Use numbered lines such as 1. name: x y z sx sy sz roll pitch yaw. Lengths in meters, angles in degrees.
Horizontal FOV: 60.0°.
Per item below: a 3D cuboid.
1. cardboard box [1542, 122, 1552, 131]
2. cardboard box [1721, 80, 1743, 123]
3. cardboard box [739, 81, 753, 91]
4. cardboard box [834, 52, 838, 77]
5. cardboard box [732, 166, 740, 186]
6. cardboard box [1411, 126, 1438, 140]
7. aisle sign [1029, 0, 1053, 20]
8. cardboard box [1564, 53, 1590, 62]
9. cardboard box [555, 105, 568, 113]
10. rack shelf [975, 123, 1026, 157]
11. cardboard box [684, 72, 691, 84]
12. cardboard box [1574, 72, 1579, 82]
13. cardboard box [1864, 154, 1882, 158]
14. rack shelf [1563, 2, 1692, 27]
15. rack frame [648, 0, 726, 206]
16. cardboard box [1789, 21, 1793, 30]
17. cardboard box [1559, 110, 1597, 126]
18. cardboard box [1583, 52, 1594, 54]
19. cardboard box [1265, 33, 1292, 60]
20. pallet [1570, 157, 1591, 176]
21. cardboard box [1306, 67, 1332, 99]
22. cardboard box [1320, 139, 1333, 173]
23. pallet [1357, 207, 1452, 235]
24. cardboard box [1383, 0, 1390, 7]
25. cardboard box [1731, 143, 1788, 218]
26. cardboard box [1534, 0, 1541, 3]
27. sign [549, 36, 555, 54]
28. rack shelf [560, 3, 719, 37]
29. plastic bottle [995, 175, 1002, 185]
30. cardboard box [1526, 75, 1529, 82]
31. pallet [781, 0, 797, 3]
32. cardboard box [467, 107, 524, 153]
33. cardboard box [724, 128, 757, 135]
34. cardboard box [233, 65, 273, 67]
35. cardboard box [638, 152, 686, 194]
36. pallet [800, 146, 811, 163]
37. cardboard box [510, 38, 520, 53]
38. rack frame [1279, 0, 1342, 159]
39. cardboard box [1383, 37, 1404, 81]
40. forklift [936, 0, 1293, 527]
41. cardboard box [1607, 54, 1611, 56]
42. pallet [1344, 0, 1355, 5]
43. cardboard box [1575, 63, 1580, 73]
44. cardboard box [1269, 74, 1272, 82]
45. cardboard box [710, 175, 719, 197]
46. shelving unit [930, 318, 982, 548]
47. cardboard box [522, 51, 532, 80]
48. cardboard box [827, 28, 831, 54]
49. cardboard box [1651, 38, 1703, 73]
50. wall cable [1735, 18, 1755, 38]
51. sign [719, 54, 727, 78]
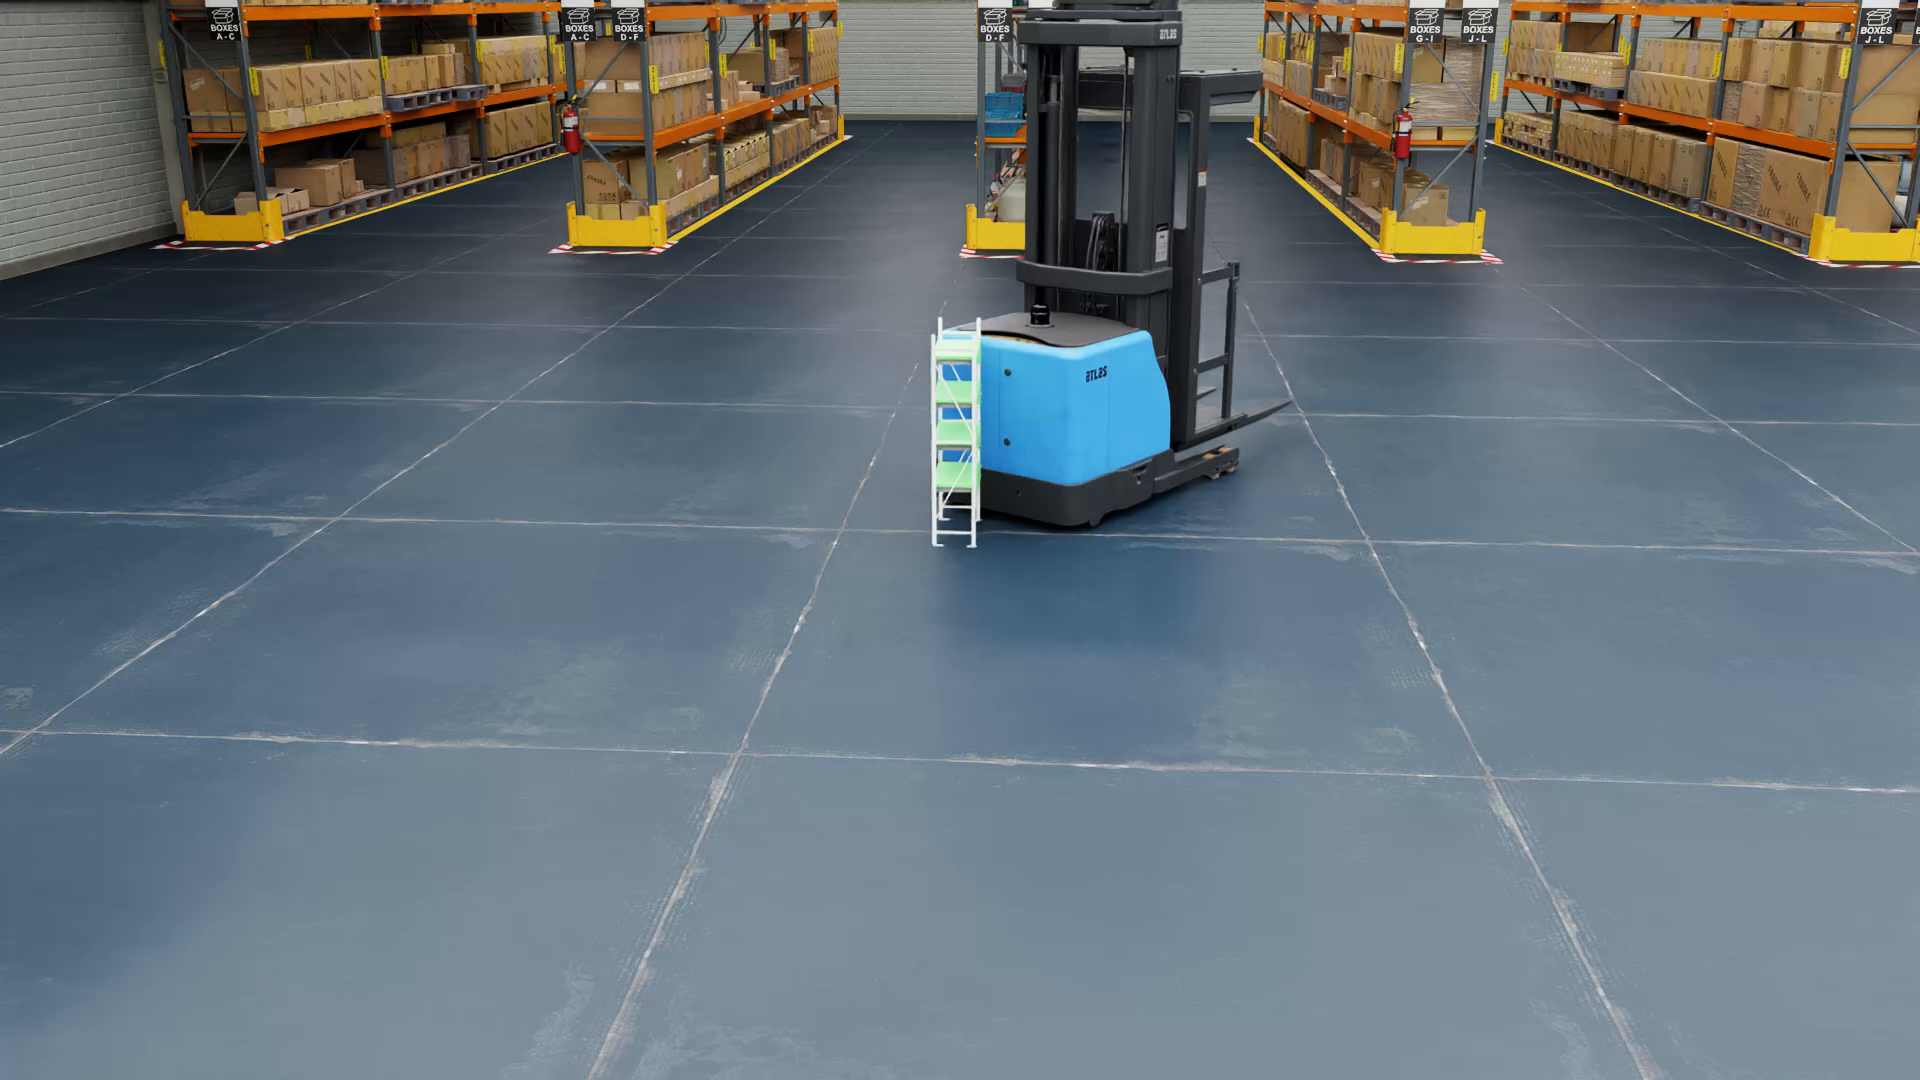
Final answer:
1. cardboard box: 11.196 -7.782 31.302 0.380 0.149 0.250 2 18 5
2. cardboard box: 10.863 -5.929 22.460 0.875 0.550 0.550 1 18 4
3. cardboard box: -3.726 -7.425 27.409 0.500 0.311 0.500 2 18 7
4. cardboard box: -2.843 -9.966 34.861 0.500 0.500 0.500 2 18 6
5. cardboard box: -3.629 -5.509 25.159 0.500 0.250 0.500 2 18 5
6. cardboard box: 5.465 -4.846 19.799 0.380 0.149 0.250 1 18 4
7. aisle sign: 0.998 -6.190 19.321 0.394 0.787 0.004 1 18 4
8. cardboard box: 10.929 -8.542 29.448 0.380 0.149 0.250 1 18 4
9. cardboard box: -7.948 -8.583 33.099 0.380 0.149 0.250 2 18 6
10. rack shelf: 0.854 -5.262 21.821 1.077 0.370 4.000 1 18 4
11. cardboard box: -3.841 -6.209 22.354 0.380 0.149 0.250 2 18 5
12. cardboard box: 10.876 -8.020 28.810 0.380 0.149 0.250 1 18 3
13. cardboard box: 16.374 -7.093 28.991 0.875 0.875 0.875 2 18 6
14. rack shelf: 11.308 -8.920 28.166 1.077 0.370 4.000 1 18 4
15. rack frame: -3.943 -6.337 23.946 1.000 3.000 0.127 1 18 4
16. cardboard box: 16.273 -9.945 32.148 0.380 0.149 0.250 1 18 4
17. cardboard box: 11.135 -7.602 29.941 0.500 0.250 0.500 0 18 1
18. cardboard box: 11.738 -8.794 30.807 0.500 0.500 0.500 1 18 3
19. cardboard box: 6.458 -9.970 33.591 0.500 0.500 0.500 1 18 3
20. pallet: 11.312 -6.511 28.953 1.003 0.211 1.213 1 18 4
21. cardboard box: 6.013 -7.564 27.528 0.500 0.500 0.500 2 18 6
22. cardboard box: 6.196 -6.170 26.743 0.700 0.500 0.500 0 18 1
23. pallet: 5.840 -4.200 21.903 1.003 0.211 1.213 1 18 4
24. cardboard box: 5.510 -6.696 20.465 0.500 0.250 0.500 2 18 5
25. cardboard box: 10.702 -4.689 21.653 0.875 0.875 0.875 1 18 4
26. cardboard box: 11.337 -10.436 31.880 0.500 0.250 0.500 1 18 4
27. sign: -7.769 -9.435 31.667 0.100 0.325 0.005 1 18 4
28. rack shelf: -4.086 -6.800 21.695 1.077 0.370 4.000 1 18 4
29. plastic bottle: 0.512 -4.876 23.033 0.144 0.351 0.185 1 18 2
30. cardboard box: 11.366 -9.081 32.725 0.380 0.149 0.250 1 18 3
31. pallet: -3.557 -9.635 29.494 1.213 0.211 1.003 1 18 4
32. cardboard box: -8.345 -7.364 29.858 0.750 0.750 0.750 1 18 4
33. cardboard box: -3.823 -6.896 28.960 0.500 0.500 0.500 2 18 6
34. cardboard box: -9.270 -5.967 21.820 0.500 0.500 0.500 1 18 2
35. cardboard box: -3.912 -4.817 21.843 0.500 0.500 0.500 1 18 4
36. pallet: -3.390 -7.243 31.189 1.003 0.211 1.213 1 18 4
37. cardboard box: -8.208 -8.860 29.770 0.500 0.250 0.500 1 18 3
38. rack frame: 6.511 -8.600 30.850 1.000 3.000 0.127 1 18 4
39. cardboard box: 5.474 -5.868 20.271 0.500 0.500 0.500 1 18 4
40. forklift: 1.152 -1.862 10.399 1.130 2.935 3.031 14 23 36
41. cardboard box: 11.560 -8.446 29.155 0.380 0.149 0.250 1 18 4
42. pallet: 6.088 -7.640 23.408 1.213 0.211 1.003 1 18 4
43. cardboard box: 10.875 -8.159 28.758 0.380 0.149 0.250 1 18 3
44. cardboard box: 6.334 -9.142 32.909 0.380 0.149 0.250 1 18 3
45. cardboard box: -3.758 -5.081 23.854 0.500 0.250 0.500 1 18 4
46. shelving unit: -0.018 -0.608 9.352 0.258 1.200 0.503 1 18 3
47. cardboard box: -8.163 -8.666 30.383 0.500 0.500 0.500 1 18 4
48. cardboard box: -2.908 -10.124 33.738 0.500 0.500 0.500 2 18 5
49. cardboard box: 11.087 -7.441 25.550 0.700 0.500 0.500 1 18 3
50. wall cable: 18.479 -11.827 39.069 0.588 1.984 0.122 1 18 4
51. sign: -3.389 -6.774 23.762 0.100 0.325 0.005 1 18 4
